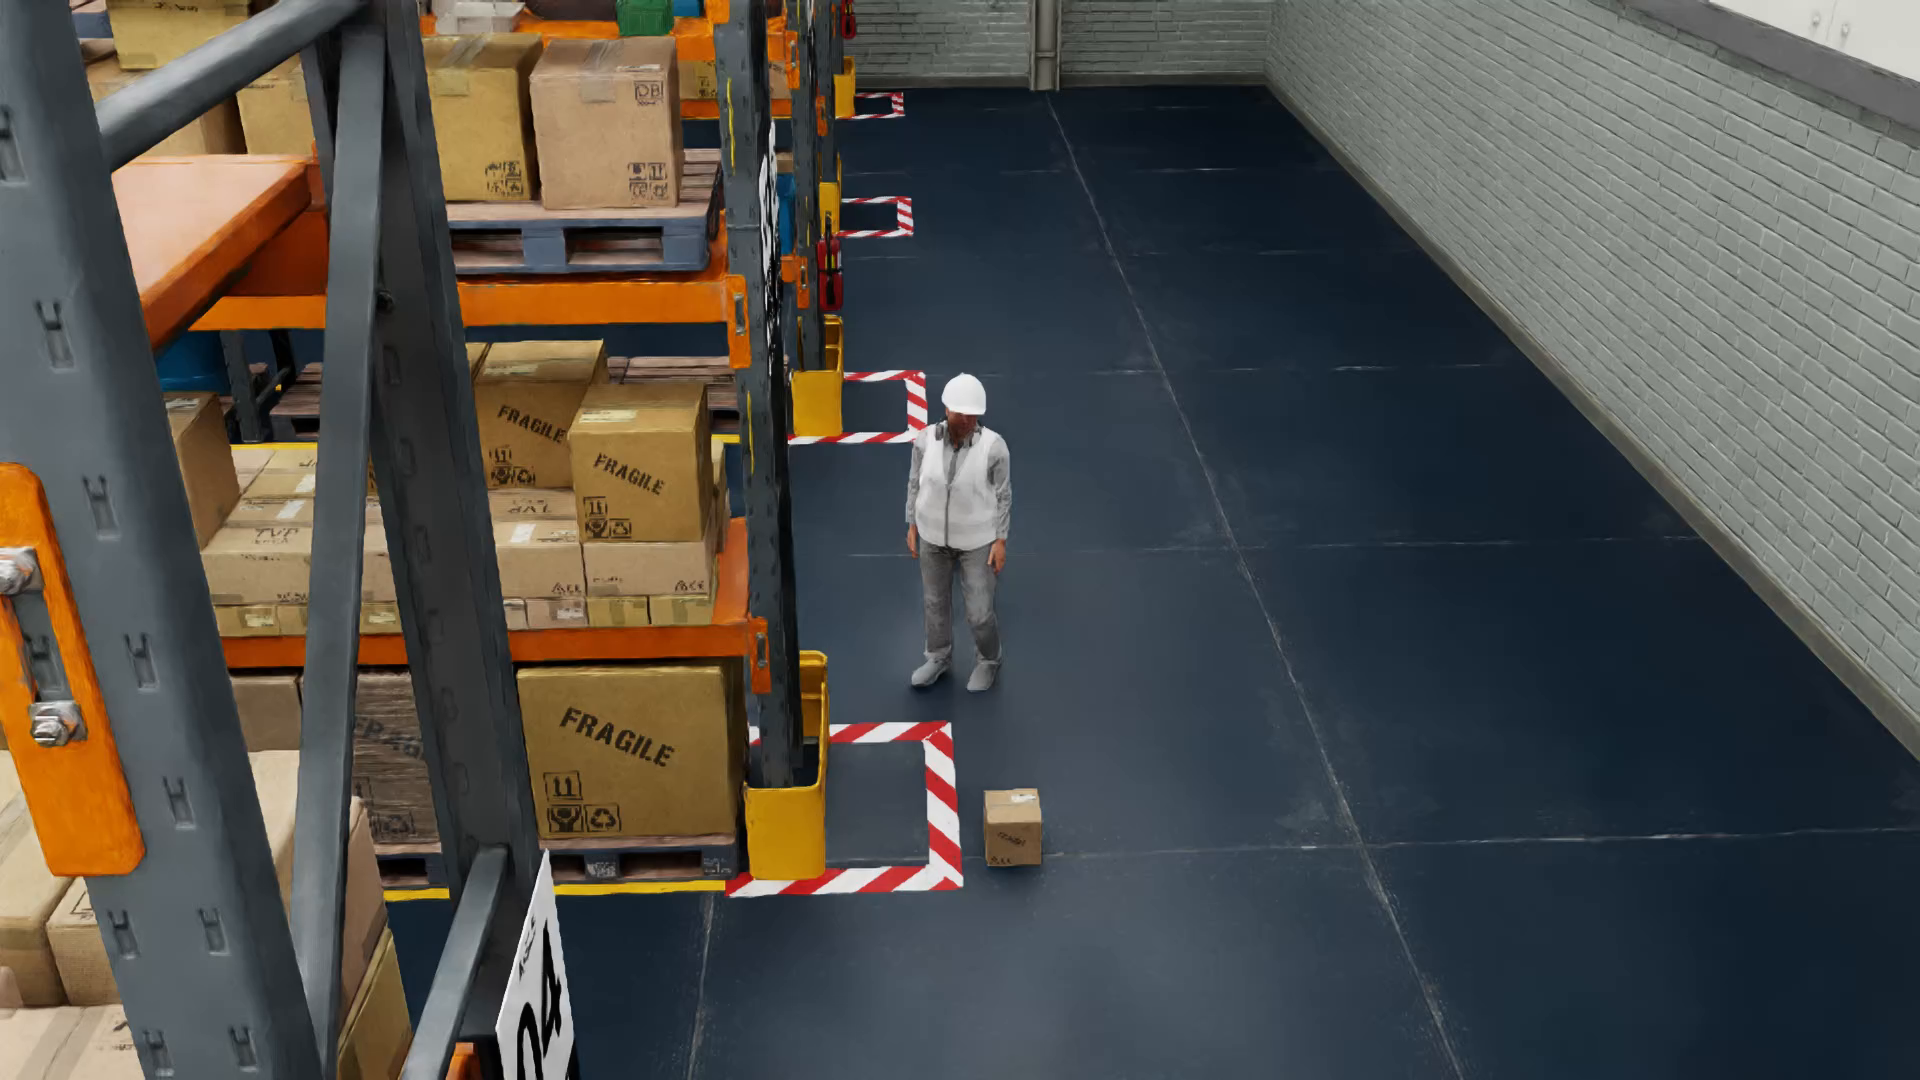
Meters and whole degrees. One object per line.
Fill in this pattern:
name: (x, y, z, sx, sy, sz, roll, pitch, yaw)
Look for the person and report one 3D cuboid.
person: (-0.018, -0.016, 8.637, 0.565, 1.804, 0.365, 9, 29, 17)
